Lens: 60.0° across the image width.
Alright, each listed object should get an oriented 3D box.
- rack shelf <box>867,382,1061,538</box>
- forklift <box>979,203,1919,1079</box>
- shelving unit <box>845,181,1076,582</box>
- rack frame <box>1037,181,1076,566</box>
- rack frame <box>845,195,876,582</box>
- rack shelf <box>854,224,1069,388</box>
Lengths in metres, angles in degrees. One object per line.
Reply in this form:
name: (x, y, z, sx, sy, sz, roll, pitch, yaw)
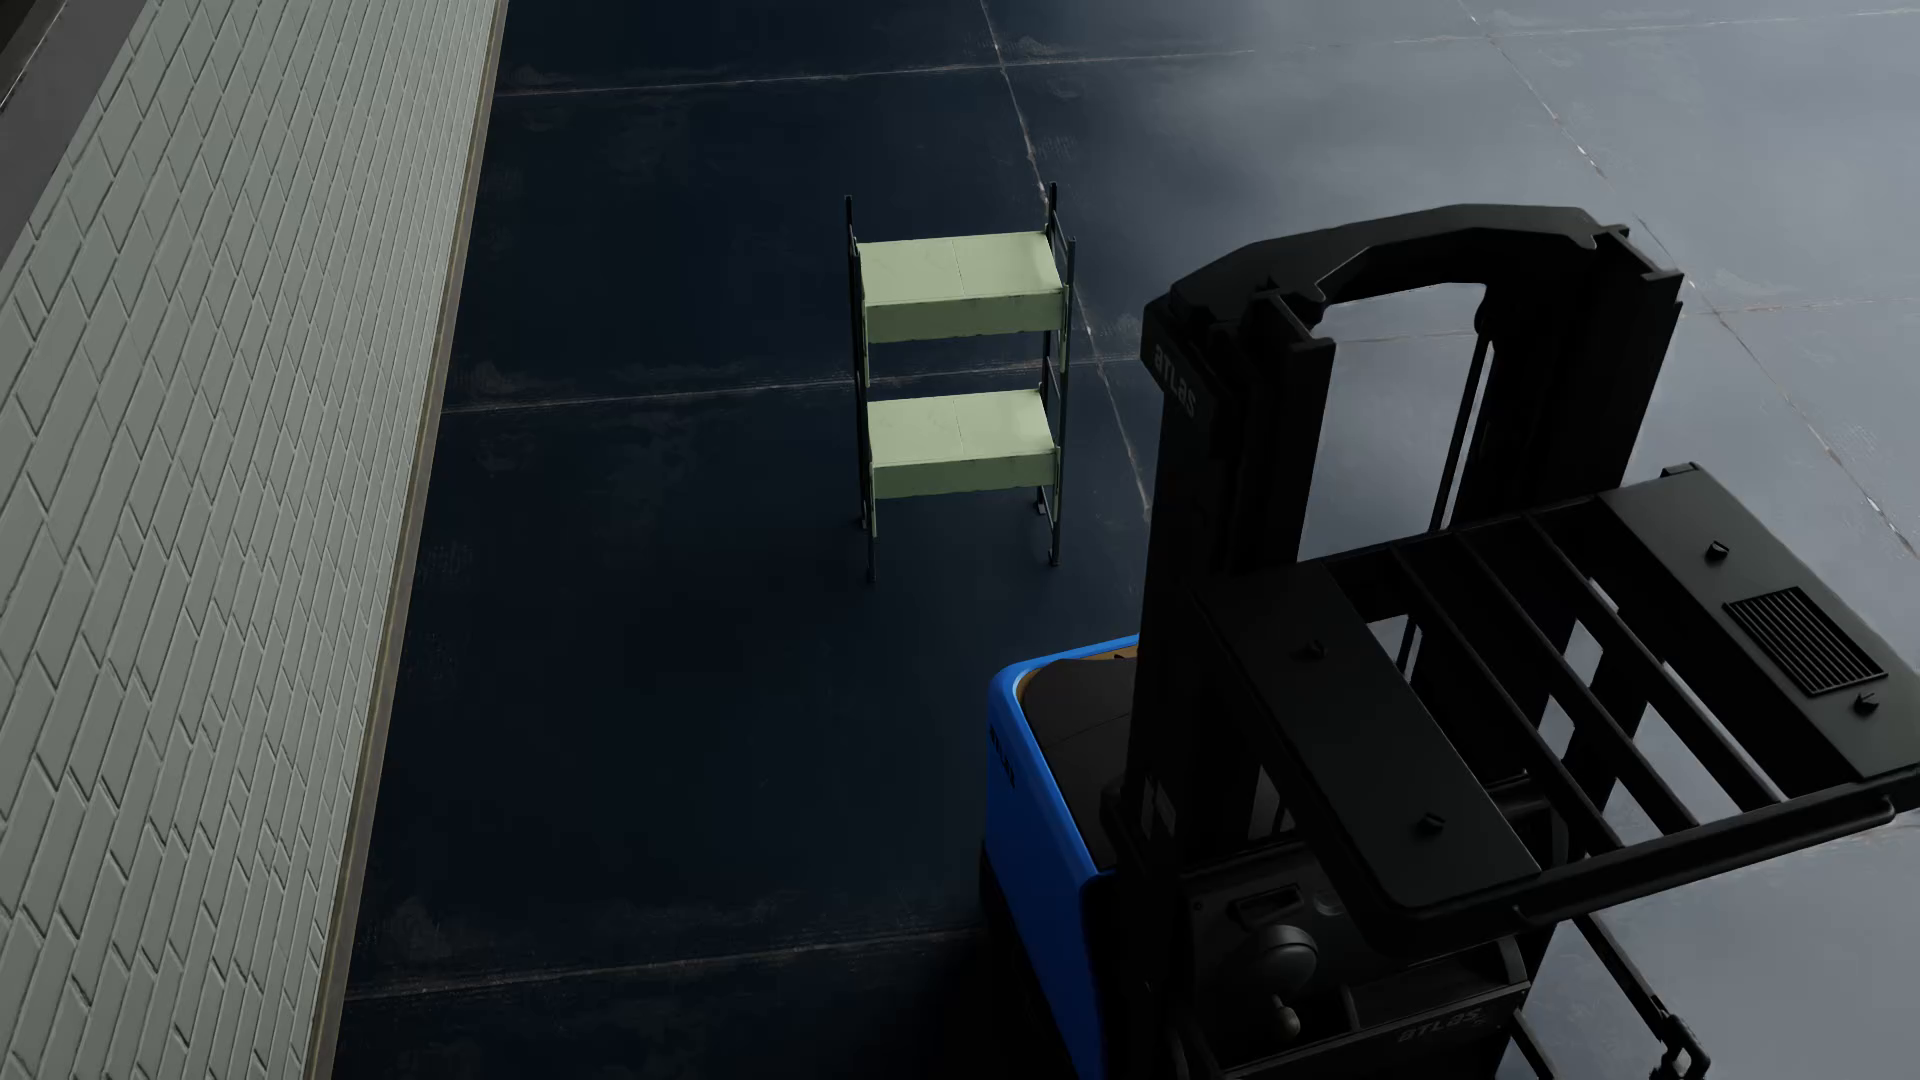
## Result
rack shelf: (-0.007, -0.314, 6.465, 0.720, 0.370, 0.431, -5, 42, -6)
forklift: (1.003, 0.915, 3.547, 1.130, 2.935, 3.031, -12, 43, -13)
shelving unit: (-0.007, -0.556, 6.247, 0.755, 1.500, 0.431, -5, 42, -6)
rack frame: (0.356, -0.588, 6.282, 0.023, 1.500, 0.400, -5, 42, -6)
rack frame: (-0.370, -0.525, 6.212, 0.023, 1.500, 0.400, -5, 42, -6)
rack shelf: (-0.007, -0.846, 5.986, 0.720, 0.370, 0.431, -5, 42, -6)
